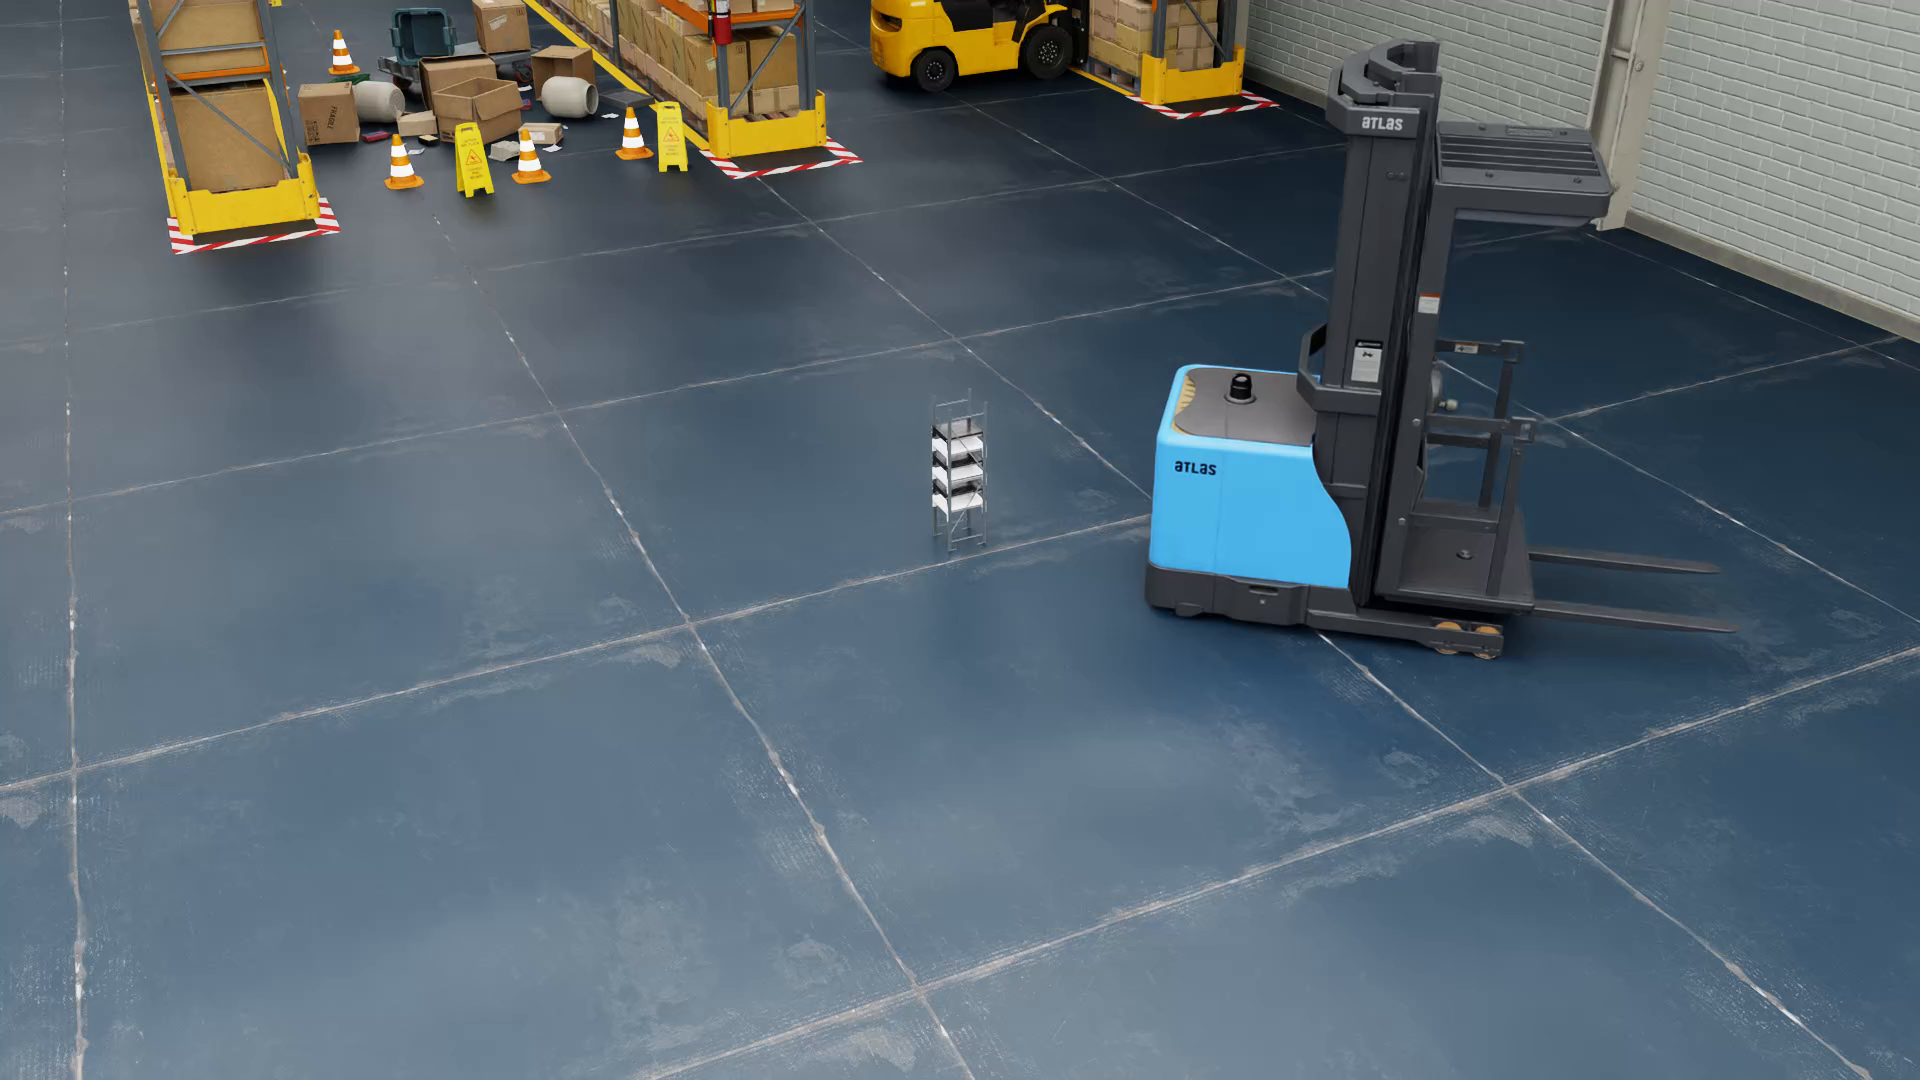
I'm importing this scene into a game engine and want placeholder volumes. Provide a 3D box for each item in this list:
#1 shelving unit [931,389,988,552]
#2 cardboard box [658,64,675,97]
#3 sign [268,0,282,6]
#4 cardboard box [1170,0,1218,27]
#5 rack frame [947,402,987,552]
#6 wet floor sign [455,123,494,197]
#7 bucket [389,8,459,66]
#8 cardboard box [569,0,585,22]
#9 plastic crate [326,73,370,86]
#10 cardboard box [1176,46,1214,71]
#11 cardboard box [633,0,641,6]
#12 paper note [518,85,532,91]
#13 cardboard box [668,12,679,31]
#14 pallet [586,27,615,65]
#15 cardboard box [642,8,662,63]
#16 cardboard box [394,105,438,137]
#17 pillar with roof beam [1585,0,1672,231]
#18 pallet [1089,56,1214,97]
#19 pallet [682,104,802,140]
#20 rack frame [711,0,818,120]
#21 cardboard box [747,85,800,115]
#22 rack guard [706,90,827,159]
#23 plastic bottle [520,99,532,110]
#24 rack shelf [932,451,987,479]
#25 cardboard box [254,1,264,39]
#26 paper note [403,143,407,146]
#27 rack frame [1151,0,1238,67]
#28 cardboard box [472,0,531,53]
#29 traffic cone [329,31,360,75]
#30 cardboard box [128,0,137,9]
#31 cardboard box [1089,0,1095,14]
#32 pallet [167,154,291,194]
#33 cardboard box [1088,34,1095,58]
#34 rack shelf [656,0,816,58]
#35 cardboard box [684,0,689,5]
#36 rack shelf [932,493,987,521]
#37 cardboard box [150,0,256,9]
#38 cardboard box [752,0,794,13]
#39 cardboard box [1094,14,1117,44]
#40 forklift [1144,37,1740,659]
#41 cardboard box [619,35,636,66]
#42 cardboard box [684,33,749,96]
[{"bbox_3d":[-0.003,-0.396,9.536,0.258,0.900,0.210,-13,32,-22],"label":"shelving unit"},{"bbox_3d":[-2.940,-4.992,17.968,0.500,0.250,0.500,-14,32,-24],"label":"cardboard box"},{"bbox_3d":[-5.828,-4.689,14.080,0.100,0.325,0.005,-13,32,-22],"label":"sign"},{"bbox_3d":[2.541,-5.963,18.677,0.500,0.250,0.500,-14,32,-23],"label":"cardboard box"},{"bbox_3d":[0.040,-0.351,9.456,0.240,0.900,0.006,-13,32,-22],"label":"rack frame"},{"bbox_3d":[-4.531,-3.540,15.402,0.267,0.644,0.232,-19,35,-30],"label":"wet floor sign"},{"bbox_3d":[-5.908,-5.590,18.444,0.726,0.611,0.620,-3,19,-5],"label":"bucket"},{"bbox_3d":[-4.461,-6.906,21.257,0.950,0.372,0.625,-12,31,-20],"label":"cardboard box"},{"bbox_3d":[-6.791,-4.927,18.286,0.450,0.188,0.662,-7,28,9],"label":"plastic crate"},{"bbox_3d":[2.543,-5.533,18.933,0.500,0.250,0.500,-13,32,-22],"label":"cardboard box"},{"bbox_3d":[-3.391,-5.996,18.329,0.380,0.149,0.250,-12,31,-20],"label":"cardboard box"},{"bbox_3d":[-4.935,-5.127,18.862,0.148,0.019,0.142,-13,32,-22],"label":"paper note"},{"bbox_3d":[-2.807,-5.400,17.266,0.380,0.149,0.250,-13,32,-21],"label":"cardboard box"},{"bbox_3d":[-3.957,-6.142,20.487,1.003,0.211,1.213,-13,32,-22],"label":"pallet"},{"bbox_3d":[-3.151,-5.545,18.186,0.500,0.500,0.500,-11,31,-19],"label":"cardboard box"},{"bbox_3d":[-5.648,-4.365,17.263,0.396,0.266,0.258,-8,30,-13],"label":"cardboard box"},{"bbox_3d":[1.780,-5.850,10.983,9.100,9.000,0.400,-13,32,-22],"label":"pillar with roof beam"},{"bbox_3d":[2.211,-5.404,19.171,1.003,0.211,1.213,-13,32,-22],"label":"pallet"},{"bbox_3d":[-2.254,-4.431,17.436,1.003,0.211,1.213,-13,32,-22],"label":"pallet"},{"bbox_3d":[-1.905,-5.247,16.041,1.000,3.000,0.127,-13,32,-22],"label":"rack frame"},{"bbox_3d":[-2.001,-4.646,17.350,0.500,0.250,0.500,-13,32,-22],"label":"cardboard box"},{"bbox_3d":[-1.937,-4.191,16.712,1.175,0.500,0.348,-13,32,-22],"label":"rack guard"},{"bbox_3d":[-4.762,-4.769,18.192,0.133,0.061,0.283,-8,30,-13],"label":"plastic bottle"},{"bbox_3d":[-0.003,-0.446,9.509,0.258,0.077,0.200,-13,32,-22],"label":"rack shelf"},{"bbox_3d":[-6.915,-4.895,15.260,0.875,0.550,0.550,-13,32,-22],"label":"cardboard box"},{"bbox_3d":[-5.659,-4.013,16.896,0.032,0.001,0.123,2,29,4],"label":"paper note"},{"bbox_3d":[2.577,-6.291,17.903,1.000,3.000,0.127,-13,32,-22],"label":"rack frame"},{"bbox_3d":[-5.217,-5.867,18.928,0.500,0.500,0.500,-13,32,-22],"label":"cardboard box"},{"bbox_3d":[-7.261,-5.733,19.501,0.336,0.463,0.334,-13,32,-22],"label":"traffic cone"},{"bbox_3d":[-8.808,-5.815,18.923,1.050,0.750,0.750,-13,32,-22],"label":"cardboard box"},{"bbox_3d":[1.647,-6.294,19.268,0.500,0.250,0.500,-13,32,-21],"label":"cardboard box"},{"bbox_3d":[-6.746,-3.284,15.391,1.003,0.211,1.213,-13,32,-22],"label":"pallet"},{"bbox_3d":[1.678,-5.861,19.517,0.500,0.250,0.500,-13,32,-21],"label":"cardboard box"},{"bbox_3d":[-2.763,-5.817,17.793,1.077,0.370,4.000,-13,32,-22],"label":"rack shelf"},{"bbox_3d":[-2.558,-5.465,16.685,0.380,0.149,0.250,-14,32,-23],"label":"cardboard box"},{"bbox_3d":[-0.003,-0.210,9.641,0.258,0.077,0.200,-13,32,-22],"label":"rack shelf"},{"bbox_3d":[-6.456,-4.872,14.114,0.875,0.550,0.550,-13,32,-22],"label":"cardboard box"},{"bbox_3d":[-1.863,-5.331,16.448,0.380,0.149,0.250,-13,32,-22],"label":"cardboard box"},{"bbox_3d":[1.880,-5.866,19.016,0.500,0.250,0.500,-13,32,-22],"label":"cardboard box"},{"bbox_3d":[2.576,-0.947,8.442,3.031,2.935,1.130,7,30,11],"label":"forklift"},{"bbox_3d":[-3.612,-5.681,19.196,0.500,0.250,0.500,-15,32,-24],"label":"cardboard box"},{"bbox_3d":[-2.484,-4.858,16.961,0.500,0.500,0.500,-13,32,-22],"label":"cardboard box"}]
